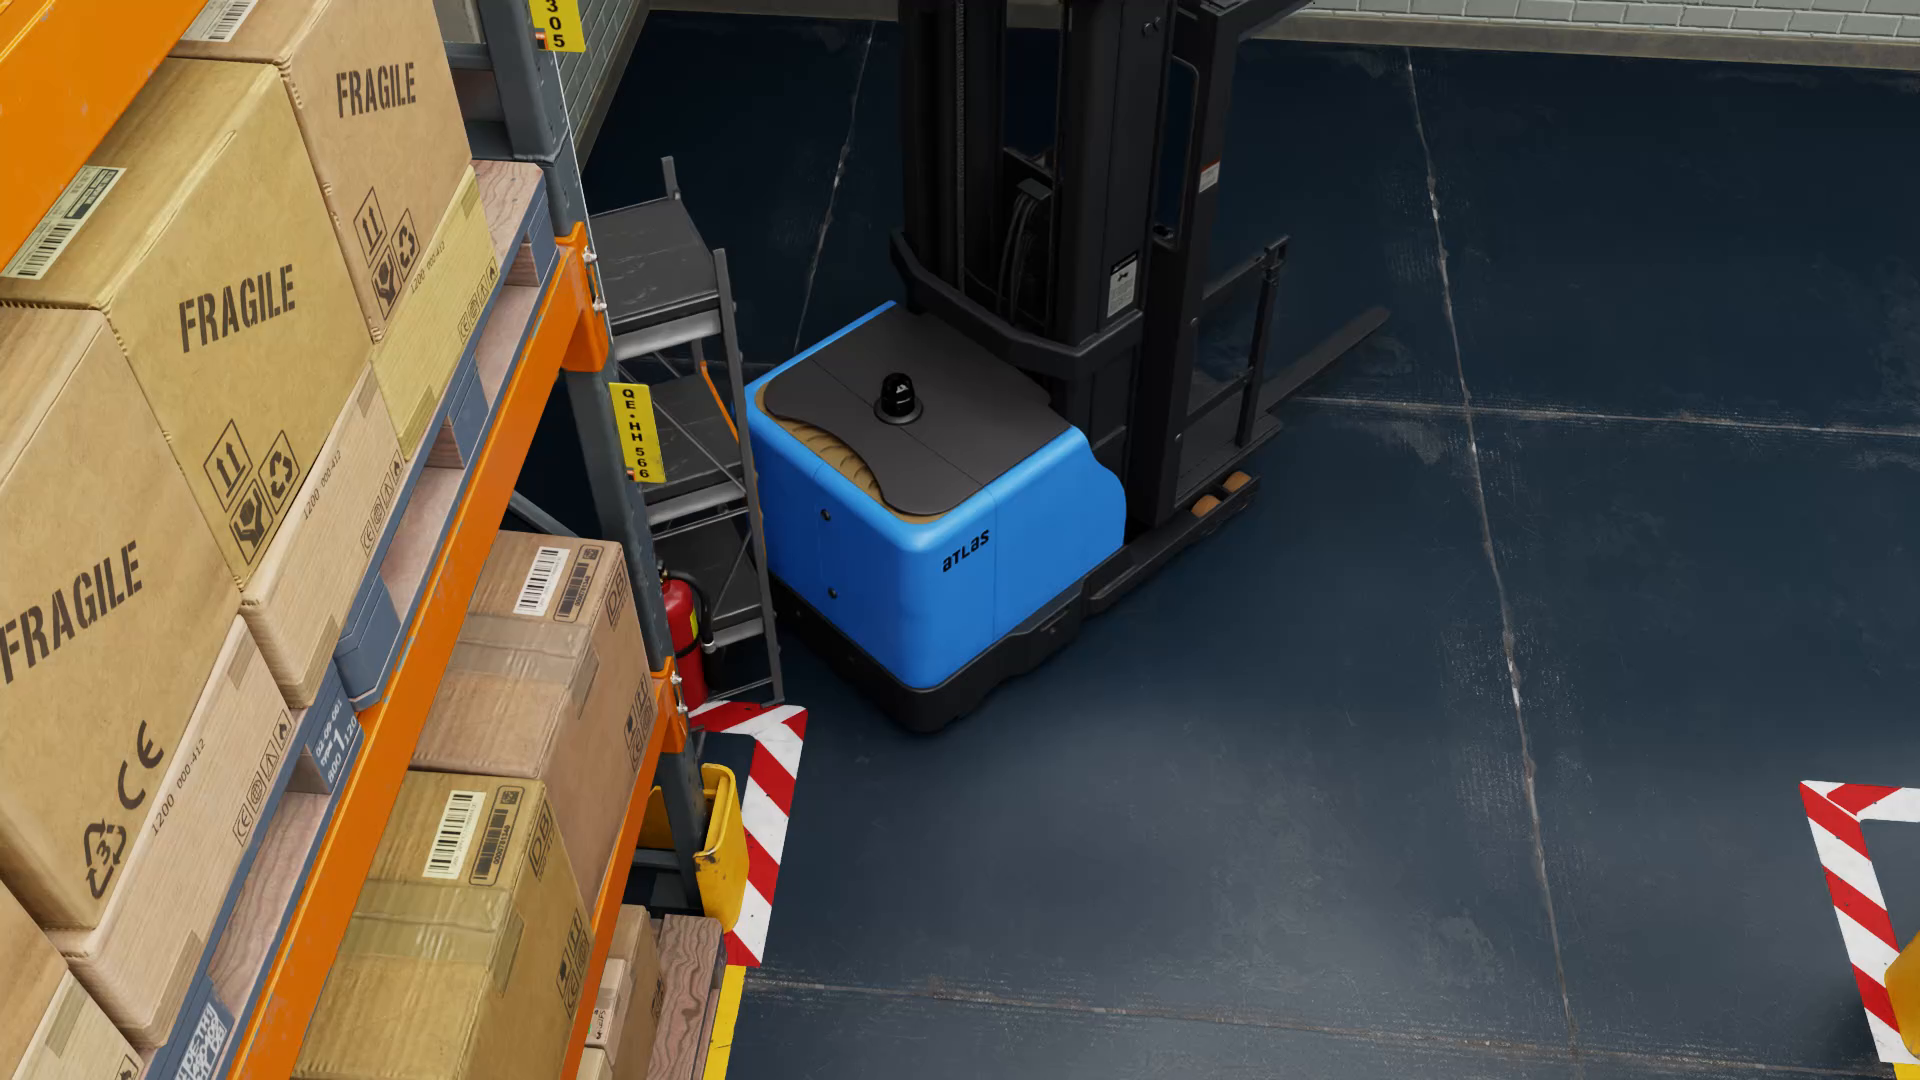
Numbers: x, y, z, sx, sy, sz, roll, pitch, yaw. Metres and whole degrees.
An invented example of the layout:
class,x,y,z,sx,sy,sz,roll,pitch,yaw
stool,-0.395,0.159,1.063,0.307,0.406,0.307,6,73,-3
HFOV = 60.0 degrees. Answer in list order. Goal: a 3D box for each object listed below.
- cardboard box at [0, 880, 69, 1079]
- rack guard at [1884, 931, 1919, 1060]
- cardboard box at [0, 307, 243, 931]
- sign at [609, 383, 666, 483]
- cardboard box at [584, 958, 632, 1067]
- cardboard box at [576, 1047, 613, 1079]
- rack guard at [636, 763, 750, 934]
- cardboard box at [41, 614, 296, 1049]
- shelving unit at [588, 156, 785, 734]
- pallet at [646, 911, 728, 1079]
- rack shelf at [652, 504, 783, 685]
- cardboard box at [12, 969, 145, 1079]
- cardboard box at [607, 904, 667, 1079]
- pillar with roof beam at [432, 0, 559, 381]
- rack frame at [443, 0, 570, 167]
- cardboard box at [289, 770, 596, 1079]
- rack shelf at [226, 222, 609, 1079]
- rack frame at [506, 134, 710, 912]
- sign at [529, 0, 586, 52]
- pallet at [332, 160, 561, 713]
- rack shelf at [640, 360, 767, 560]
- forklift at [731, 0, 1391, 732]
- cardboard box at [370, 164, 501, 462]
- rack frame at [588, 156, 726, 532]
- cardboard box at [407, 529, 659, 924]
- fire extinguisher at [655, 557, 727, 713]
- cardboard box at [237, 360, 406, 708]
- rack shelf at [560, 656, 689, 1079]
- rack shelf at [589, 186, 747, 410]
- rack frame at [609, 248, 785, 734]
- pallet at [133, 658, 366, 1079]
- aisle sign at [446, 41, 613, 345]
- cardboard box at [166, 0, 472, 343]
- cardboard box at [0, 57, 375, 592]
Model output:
class,x,y,z,sx,sy,sz,roll,pitch,yaw
cardboard box,-1.263,0.470,1.522,0.500,0.500,0.500,4,48,4
rack guard,3.604,1.397,5.159,1.175,0.500,0.348,4,48,4
cardboard box,-1.213,0.084,1.874,0.500,0.500,0.500,2,48,2
sign,-0.784,-0.256,4.033,0.100,0.325,0.005,4,48,4
cardboard box,-1.117,1.278,4.544,0.380,0.149,0.250,3,48,3
cardboard box,-1.140,1.466,4.372,0.380,0.149,0.250,5,48,5
rack guard,-1.320,0.994,5.528,1.175,0.500,0.348,4,48,4
cardboard box,-1.214,0.352,2.138,0.500,0.250,0.500,3,48,2
shelving unit,-0.943,-0.214,5.548,0.431,2.100,0.503,-18,50,-16
pallet,-1.318,1.702,5.077,1.003,0.211,1.213,4,48,4
rack shelf,-0.942,0.267,6.075,0.431,0.518,0.480,-18,50,-16
cardboard box,-1.262,0.729,1.793,0.500,0.250,0.500,3,48,2
cardboard box,-1.287,1.391,4.881,0.700,0.500,0.500,4,48,4
pillar with roof beam,2.349,-3.610,3.979,9.100,9.000,0.400,4,48,4
rack frame,-1.323,-1.857,2.376,1.000,3.000,0.127,4,48,4
cardboard box,-1.414,0.977,3.646,0.980,0.700,0.700,4,48,3
rack shelf,-1.505,0.868,2.404,1.077,0.370,4.000,4,48,4
rack frame,-1.323,0.168,4.590,1.000,3.000,0.127,4,48,4
sign,-0.784,-1.070,3.143,0.100,0.325,0.005,4,48,4
pallet,-1.380,-0.269,3.017,1.003,0.211,1.213,4,48,4
rack shelf,-0.943,-0.205,5.559,0.431,0.518,0.480,-18,50,-16
forklift,0.596,-1.261,5.943,3.031,2.935,1.130,-35,57,-28
cardboard box,-1.125,-0.414,2.838,0.500,0.250,0.500,5,48,5
rack frame,-1.042,-0.379,5.699,0.400,2.100,0.015,-18,50,-16
cardboard box,-1.359,0.442,4.136,0.980,0.700,0.700,6,48,5
fire extinguisher,-0.849,0.240,4.829,0.296,0.674,0.183,4,48,4
cardboard box,-1.171,-0.031,2.488,0.500,0.250,0.500,2,48,2
rack shelf,-1.505,1.880,3.511,1.077,0.370,4.000,4,48,4
rack shelf,-0.944,-0.677,5.042,0.431,0.518,0.480,-18,50,-16
rack frame,-0.844,-0.050,5.398,0.400,2.100,0.015,-18,50,-16
pallet,-1.488,0.630,2.194,1.003,0.211,1.213,4,48,4
aisle sign,-1.017,-0.743,3.661,0.394,0.787,0.004,4,48,4
cardboard box,-1.118,-0.667,2.561,0.500,0.500,0.500,4,48,3
cardboard box,-1.174,-0.300,2.225,0.500,0.500,0.500,5,48,5
